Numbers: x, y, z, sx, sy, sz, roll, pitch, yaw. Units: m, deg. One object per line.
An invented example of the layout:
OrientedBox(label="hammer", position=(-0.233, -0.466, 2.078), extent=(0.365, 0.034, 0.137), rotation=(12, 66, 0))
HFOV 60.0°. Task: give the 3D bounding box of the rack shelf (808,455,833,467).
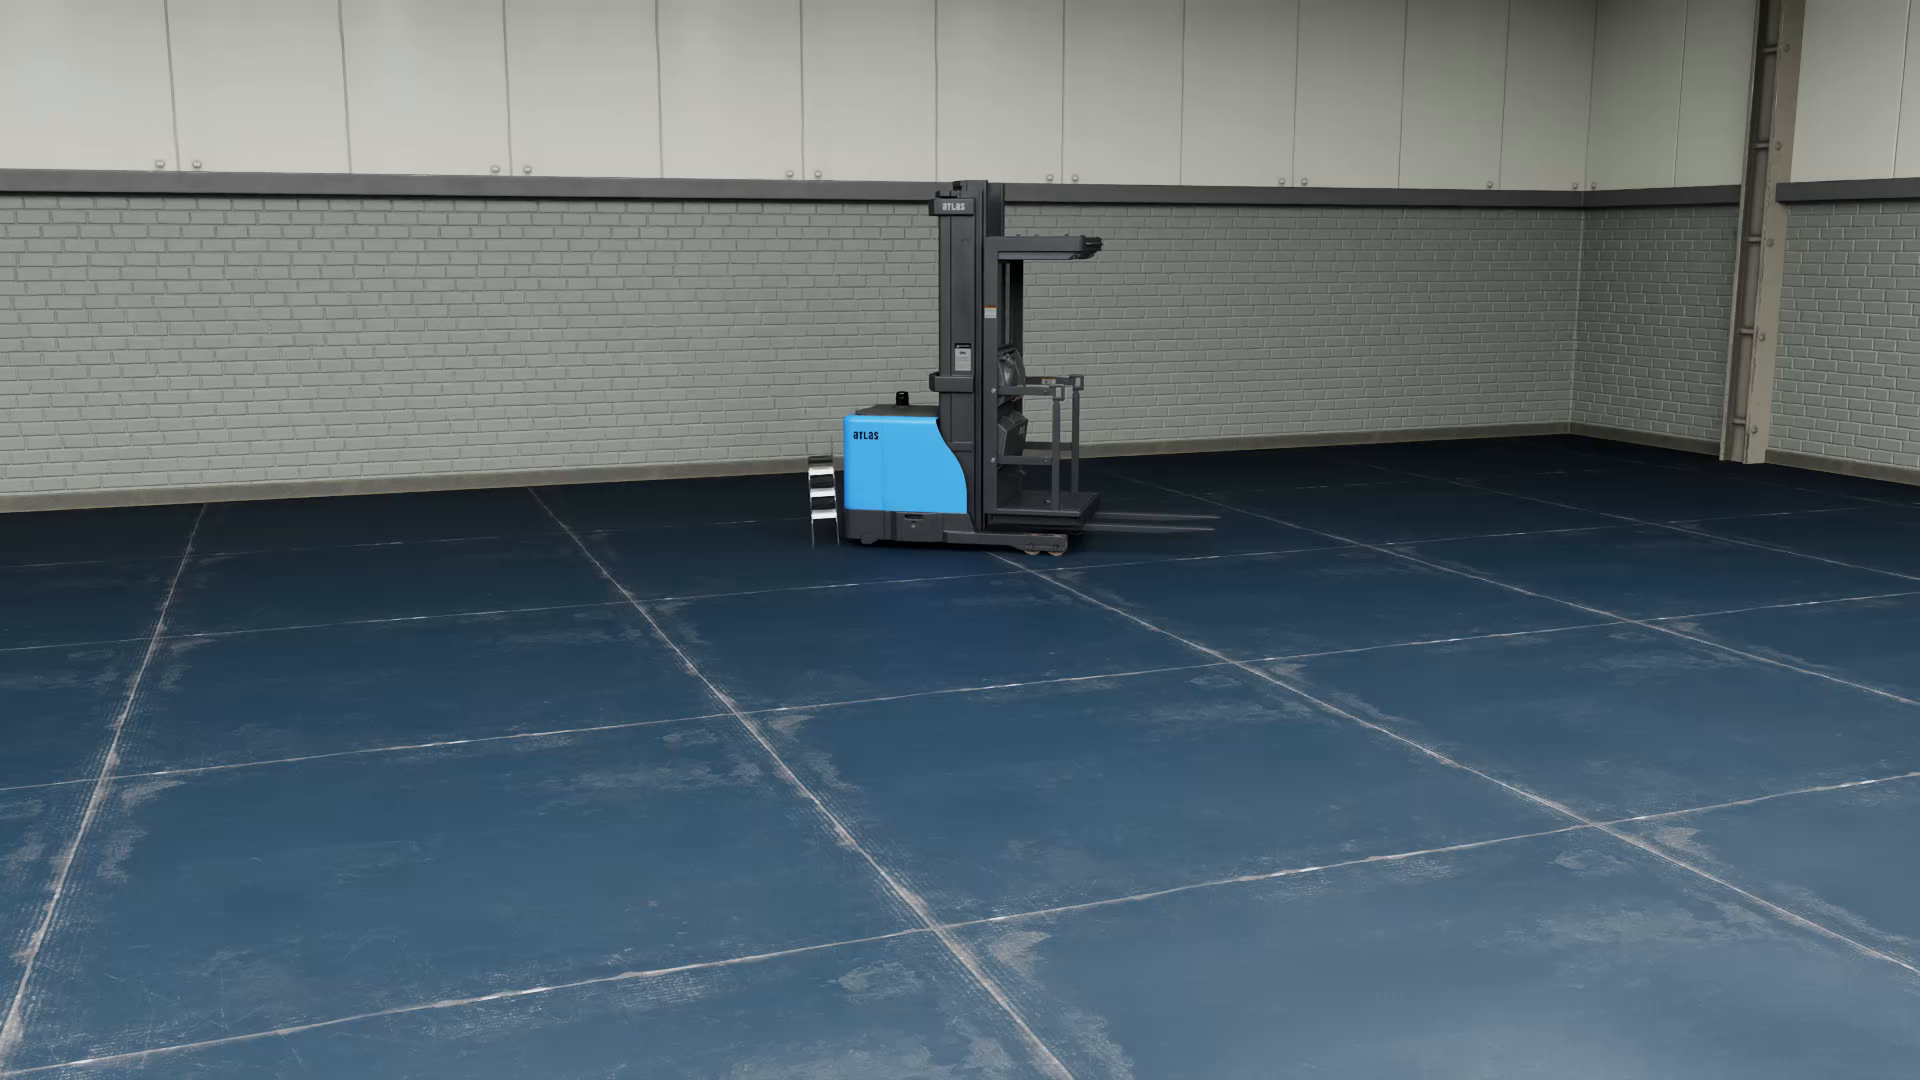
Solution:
OrientedBox(label="rack shelf", position=(-1.138, -0.641, 13.578), extent=(0.200, 0.077, 0.258), rotation=(-4, 10, -5))

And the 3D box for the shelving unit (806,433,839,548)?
OrientedBox(label="shelving unit", position=(-1.126, -0.409, 13.620), extent=(0.210, 0.900, 0.258), rotation=(-4, 10, -5))

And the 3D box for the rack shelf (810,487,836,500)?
OrientedBox(label="rack shelf", position=(-1.124, -0.376, 13.626), extent=(0.200, 0.077, 0.258), rotation=(-4, 10, -5))

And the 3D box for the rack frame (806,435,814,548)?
OrientedBox(label="rack frame", position=(-1.227, -0.402, 13.612), extent=(0.006, 0.900, 0.240), rotation=(-4, 10, -5))

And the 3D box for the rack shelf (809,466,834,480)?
OrientedBox(label="rack shelf", position=(-1.134, -0.553, 13.594), extent=(0.200, 0.077, 0.258), rotation=(-4, 10, -5))

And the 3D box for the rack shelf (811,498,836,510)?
OrientedBox(label="rack shelf", position=(-1.120, -0.288, 13.642), extent=(0.200, 0.077, 0.258), rotation=(-4, 10, -5))

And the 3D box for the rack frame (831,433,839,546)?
OrientedBox(label="rack frame", position=(-1.025, -0.416, 13.628), extent=(0.006, 0.900, 0.240), rotation=(-4, 10, -5))

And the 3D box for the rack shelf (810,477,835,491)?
OrientedBox(label="rack shelf", position=(-1.129, -0.464, 13.610), extent=(0.200, 0.077, 0.258), rotation=(-4, 10, -5))

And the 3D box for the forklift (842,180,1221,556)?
OrientedBox(label="forklift", position=(0.608, -1.419, 13.527), extent=(3.031, 2.935, 1.130), rotation=(2, 10, 13))

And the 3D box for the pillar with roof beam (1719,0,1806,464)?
OrientedBox(label="pillar with roof beam", position=(4.919, -5.057, 16.656), extent=(9.100, 9.000, 0.400), rotation=(-4, 11, -21))

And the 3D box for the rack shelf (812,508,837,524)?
OrientedBox(label="rack shelf", position=(-1.115, -0.199, 13.659), extent=(0.200, 0.077, 0.258), rotation=(-4, 10, -5))
